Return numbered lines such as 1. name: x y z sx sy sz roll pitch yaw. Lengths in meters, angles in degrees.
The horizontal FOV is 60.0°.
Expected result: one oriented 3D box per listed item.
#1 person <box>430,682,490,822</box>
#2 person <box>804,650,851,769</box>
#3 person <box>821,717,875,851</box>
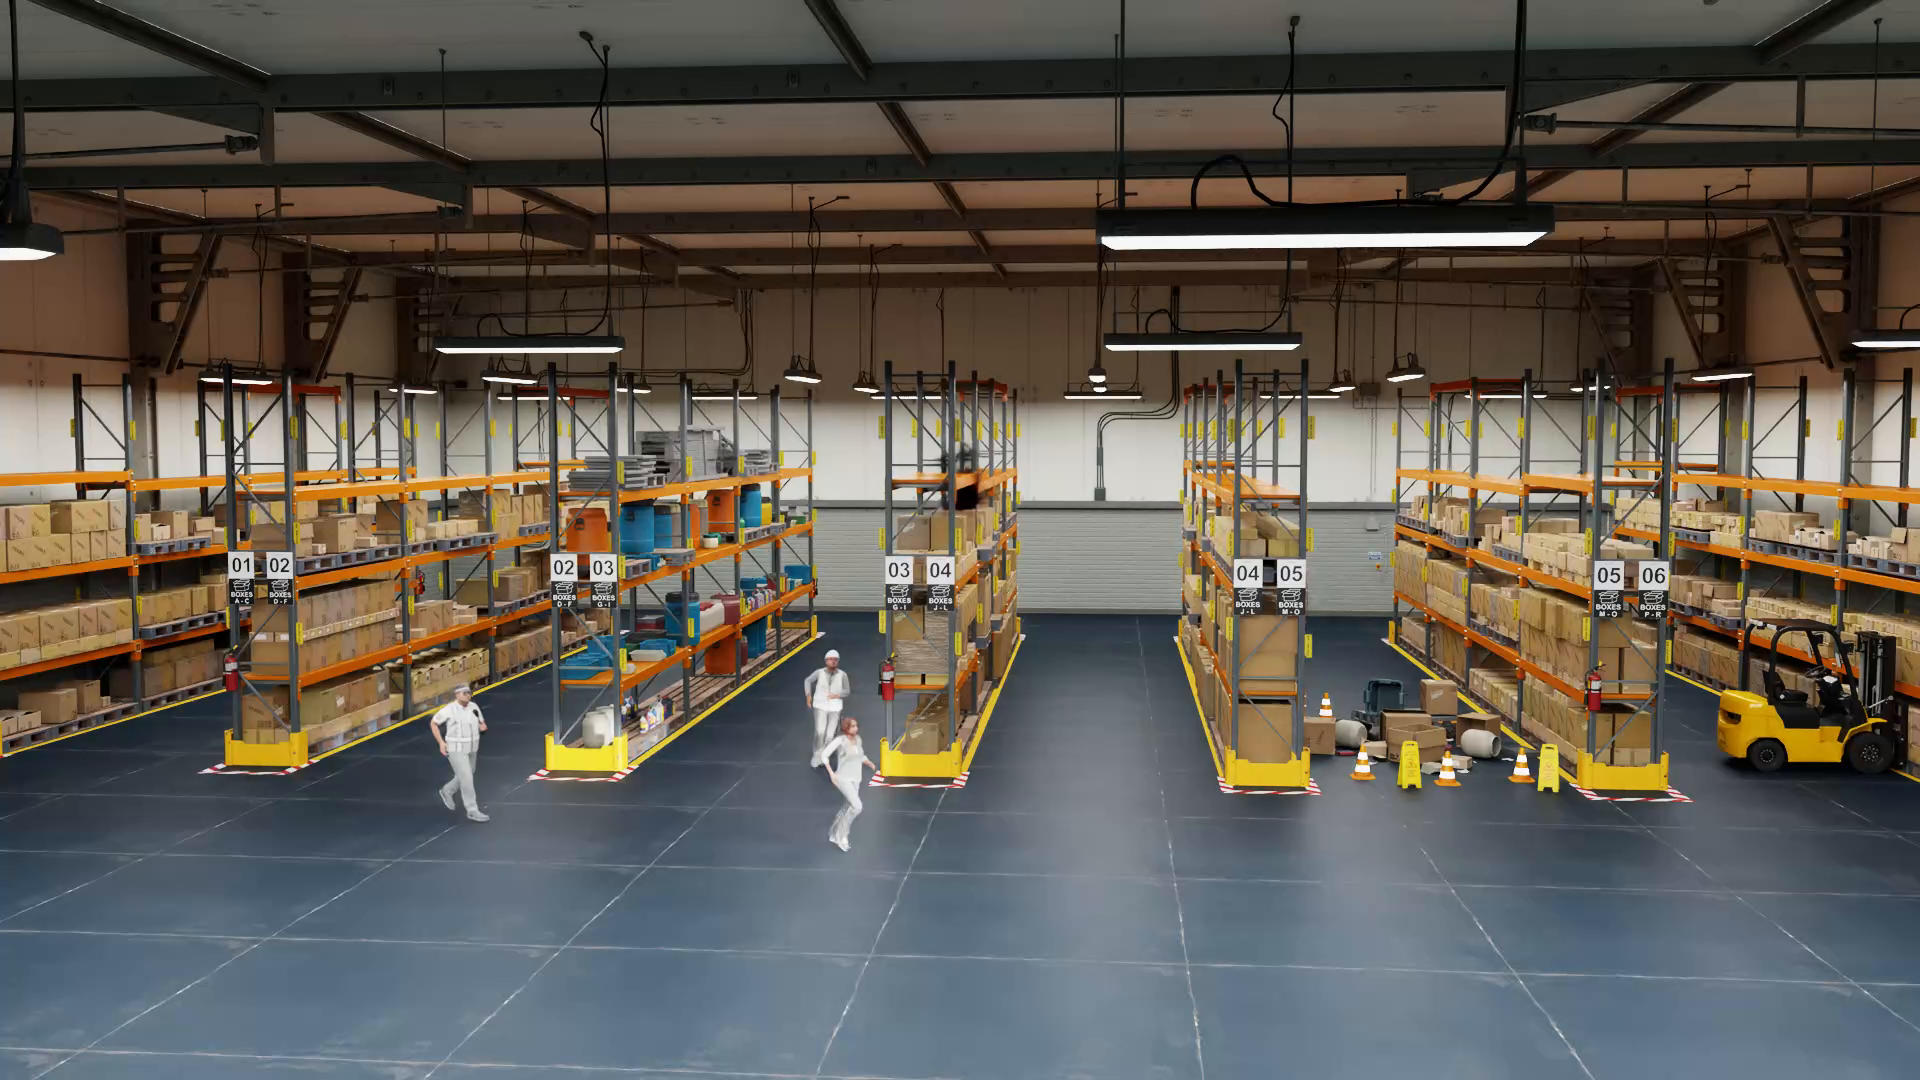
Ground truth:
1. person: -6.415 2.686 21.386 0.974 1.763 0.663 2 4 32
2. person: -1.984 2.508 24.704 0.573 1.745 0.640 -1 4 -14
3. person: -1.321 2.904 19.876 0.658 1.584 0.534 3 5 35
